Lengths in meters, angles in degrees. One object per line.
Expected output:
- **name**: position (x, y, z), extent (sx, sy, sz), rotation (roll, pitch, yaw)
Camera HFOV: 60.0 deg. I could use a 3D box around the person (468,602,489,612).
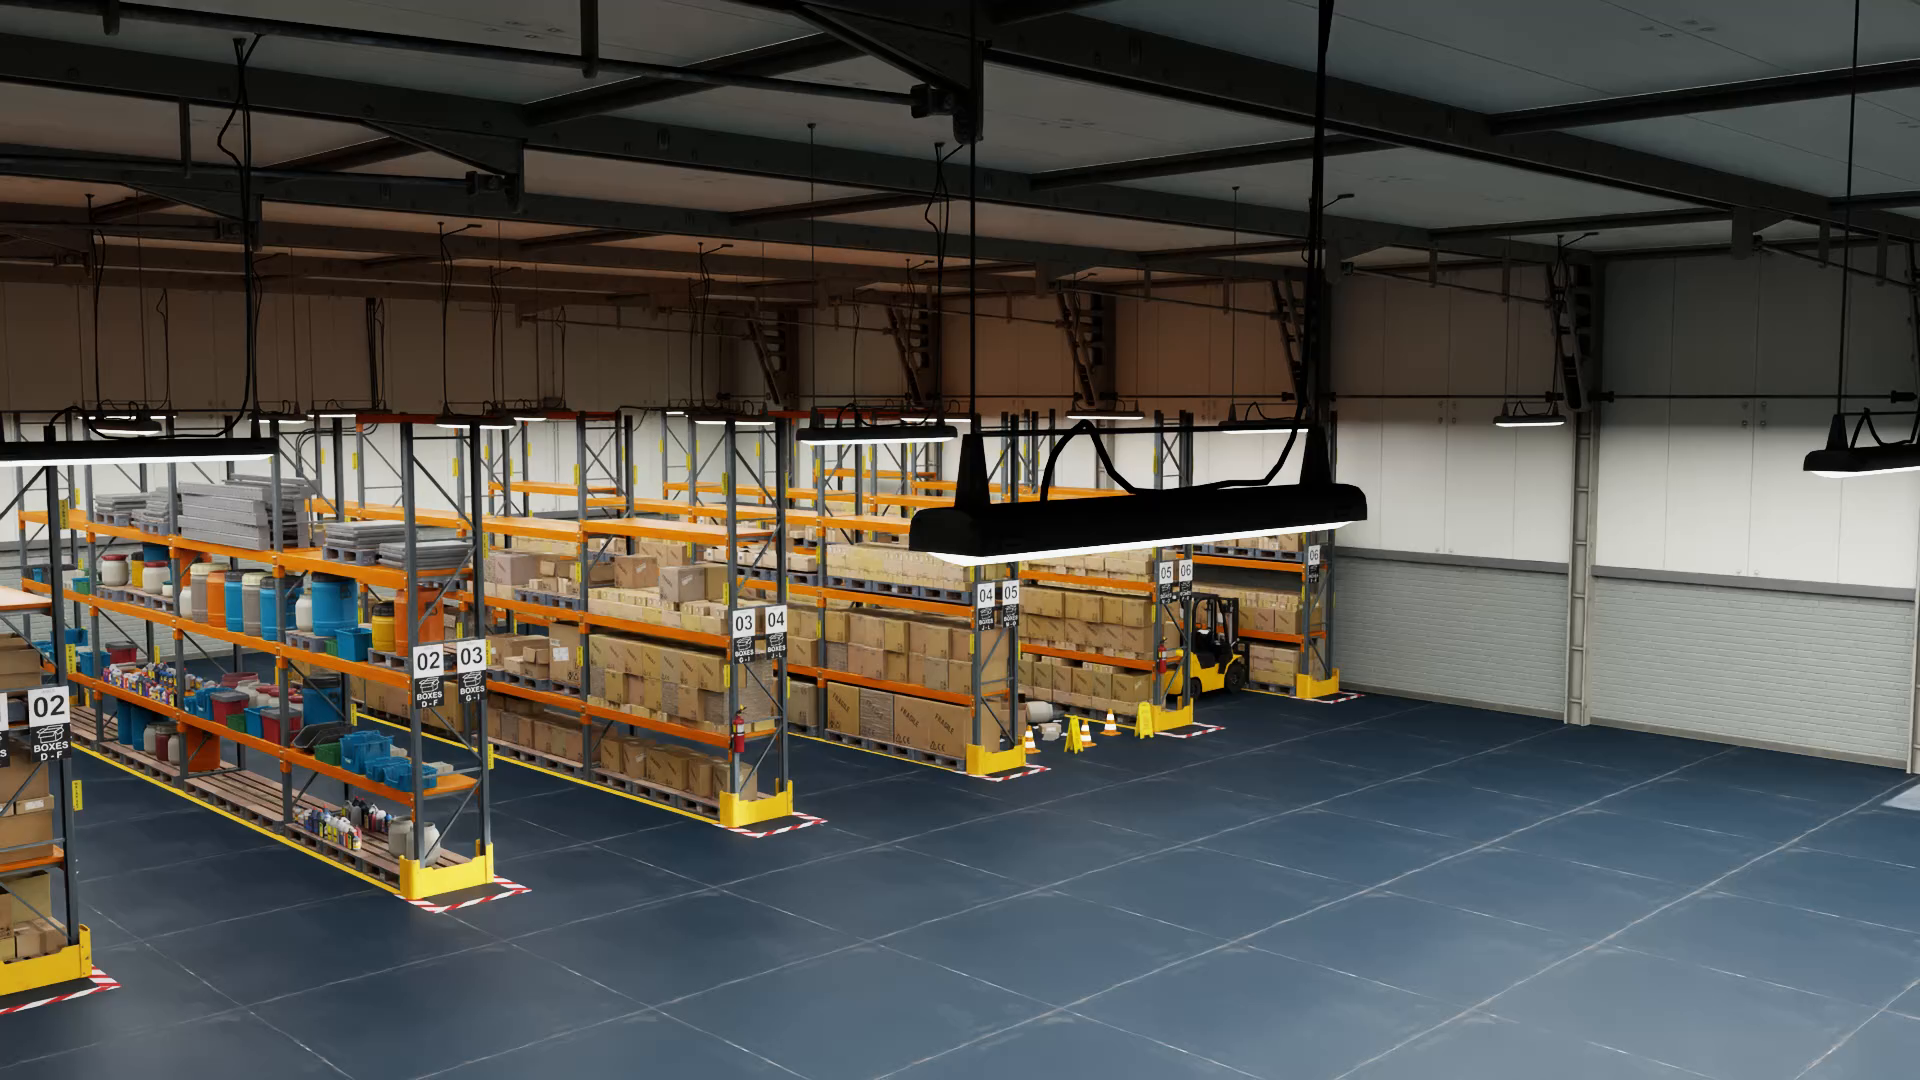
- **person**: position (-11.986, 1.852, 41.328), extent (0.564, 1.753, 0.866), rotation (0, 5, 5)
